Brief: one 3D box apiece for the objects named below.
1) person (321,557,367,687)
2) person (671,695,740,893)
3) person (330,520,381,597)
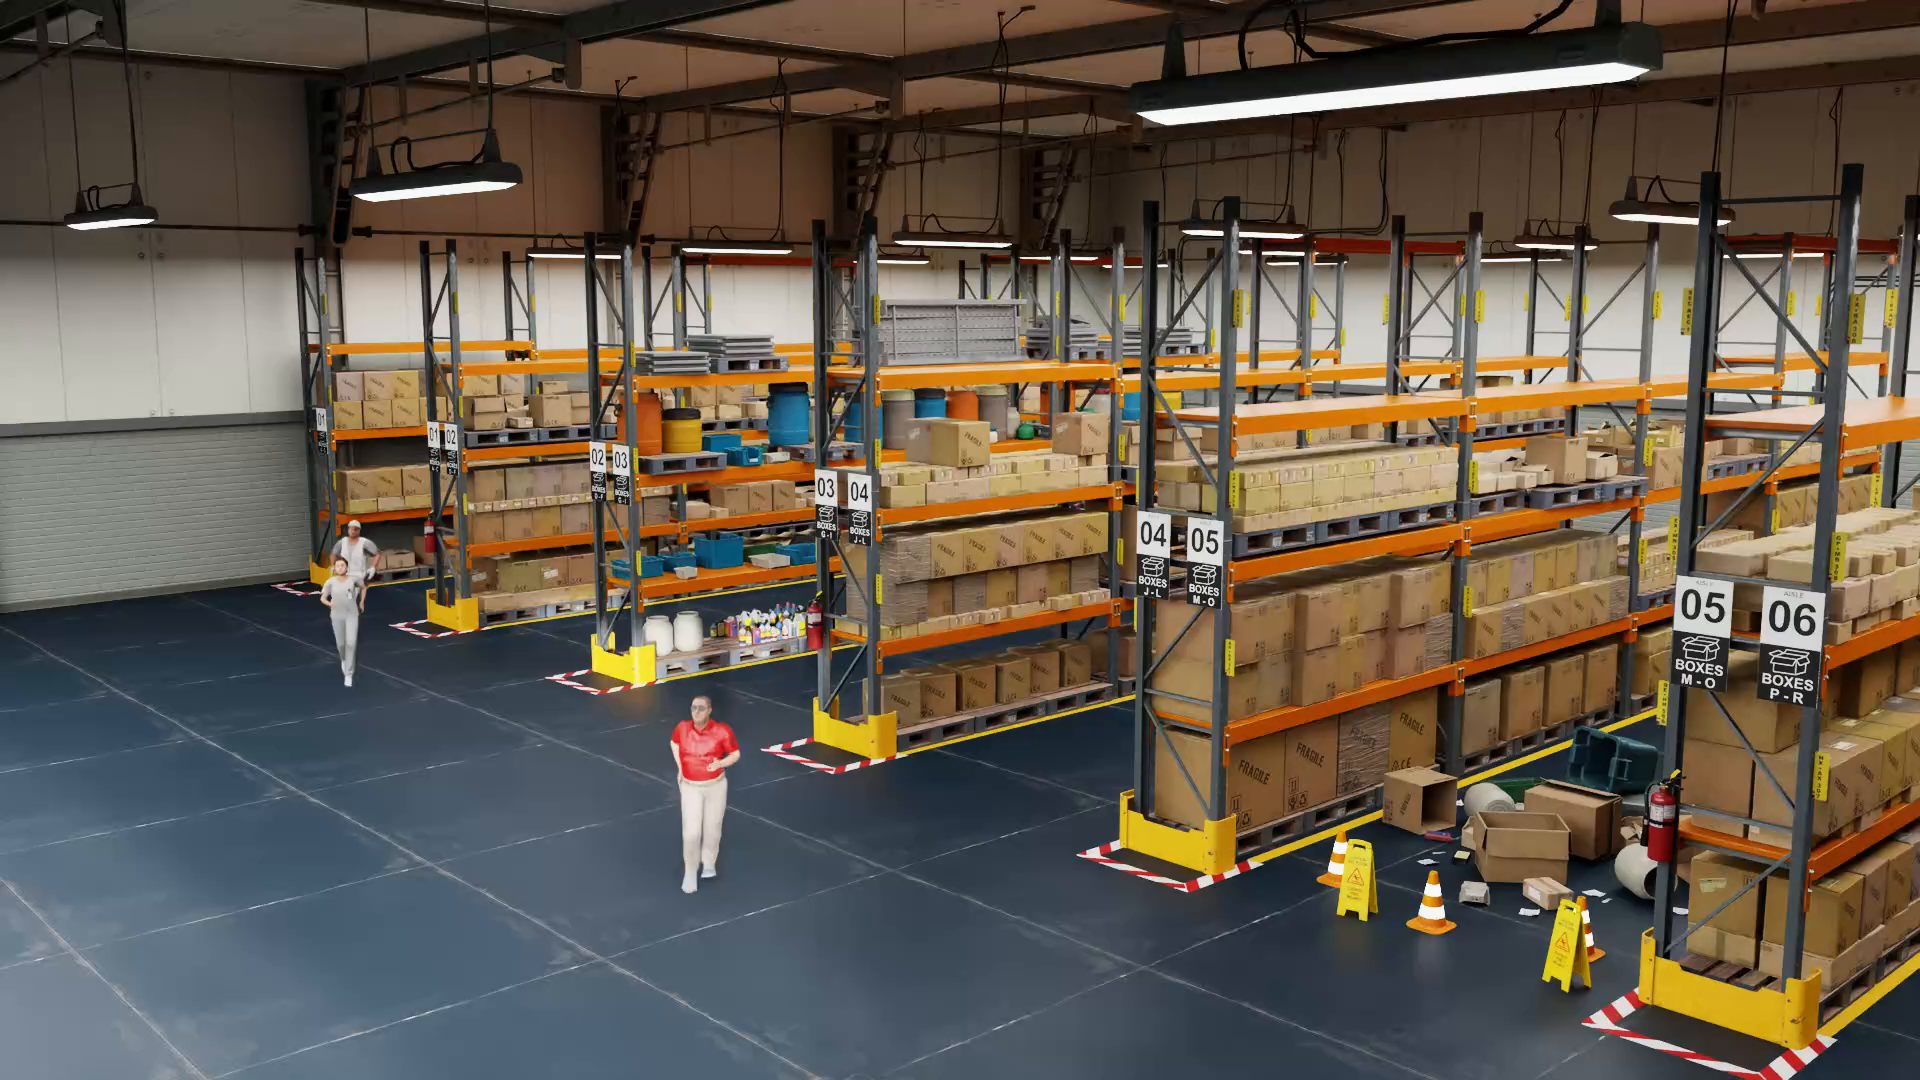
[{"bbox_3d":[-8.293,1.060,22.408,0.578,1.684,0.954,-2,9,-15],"label":"person"},{"bbox_3d":[-2.229,2.226,14.530,0.626,1.783,0.747,0,8,-3],"label":"person"},{"bbox_3d":[-9.338,0.563,25.556,0.719,1.747,0.628,1,8,4],"label":"person"}]
